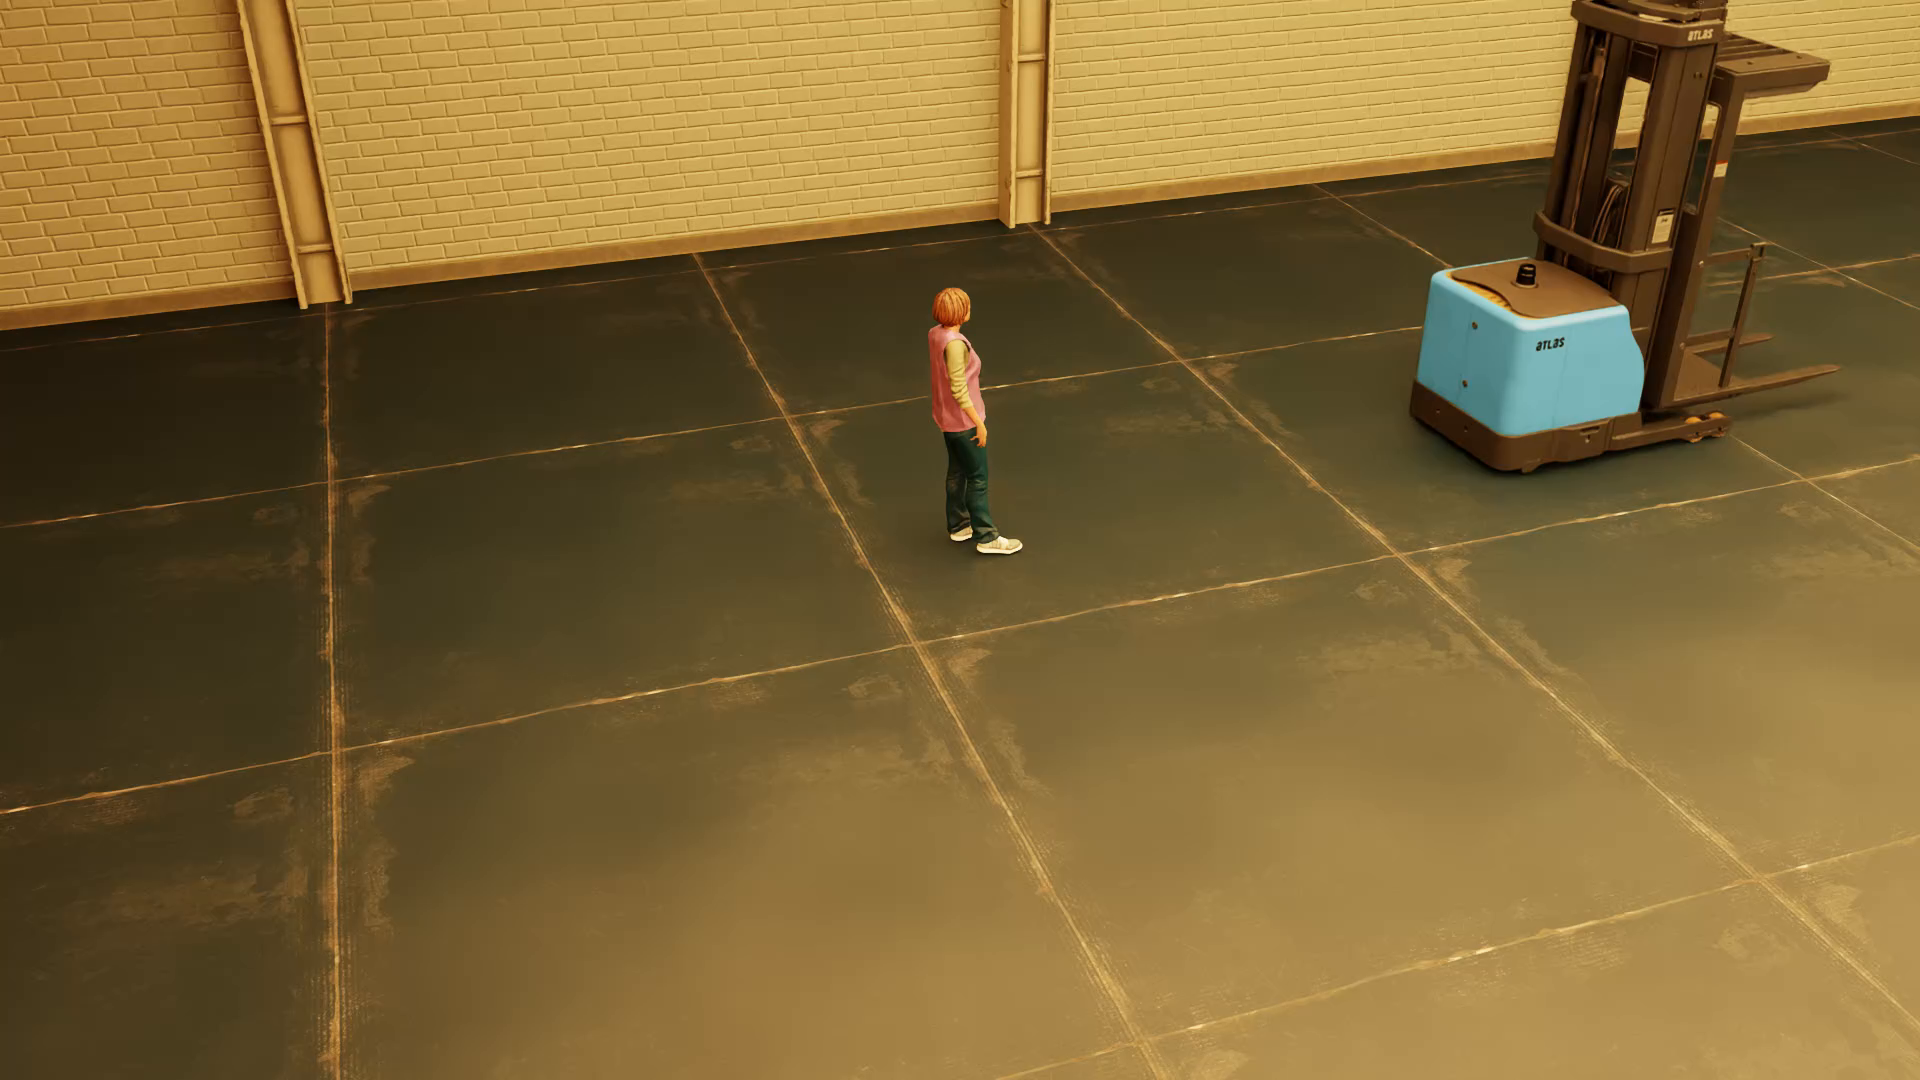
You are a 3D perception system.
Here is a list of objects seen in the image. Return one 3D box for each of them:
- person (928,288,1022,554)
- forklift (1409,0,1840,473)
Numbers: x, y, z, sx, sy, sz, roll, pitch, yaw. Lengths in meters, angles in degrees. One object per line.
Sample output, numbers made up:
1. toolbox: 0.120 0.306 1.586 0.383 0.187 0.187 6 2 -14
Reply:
1. person: 0.074 -0.704 9.633 0.476 1.597 0.520 -10 31 -16
2. forklift: 4.656 -2.159 10.840 3.031 2.935 1.130 -11 32 -19
